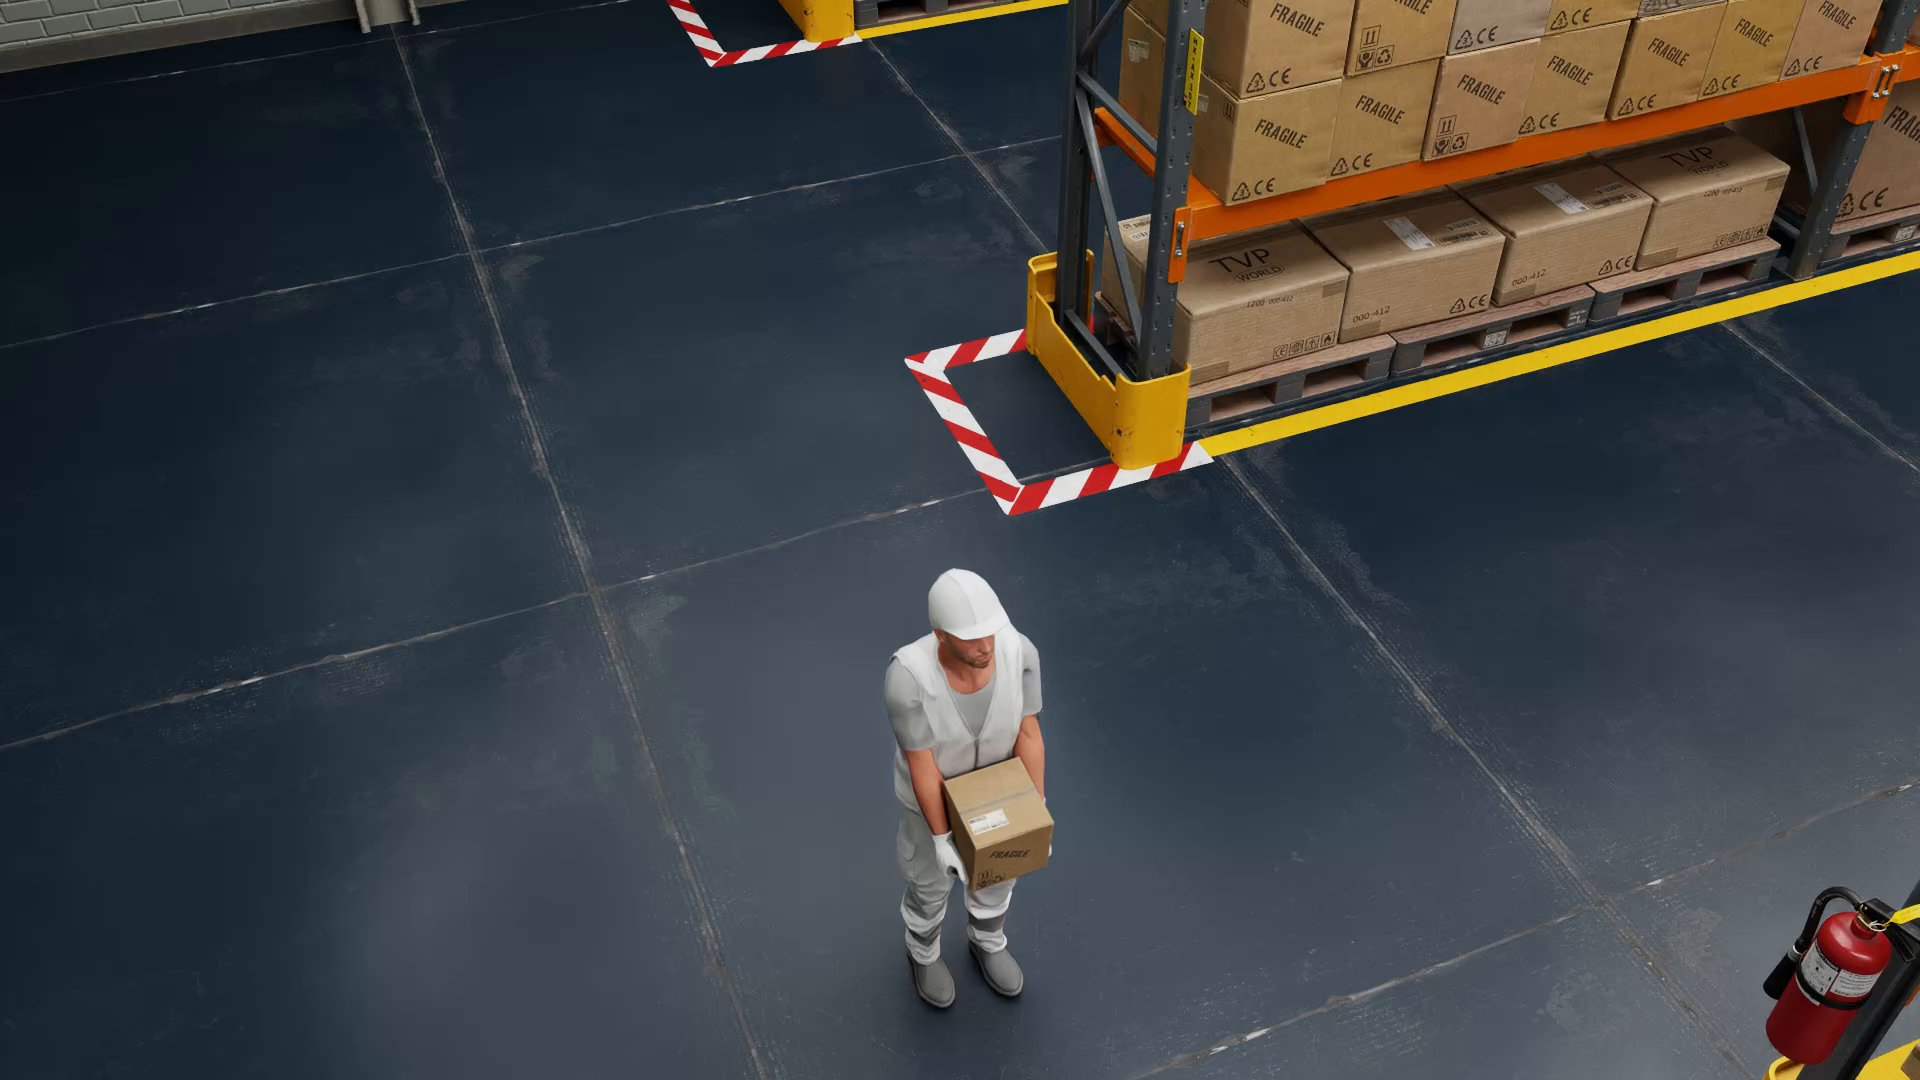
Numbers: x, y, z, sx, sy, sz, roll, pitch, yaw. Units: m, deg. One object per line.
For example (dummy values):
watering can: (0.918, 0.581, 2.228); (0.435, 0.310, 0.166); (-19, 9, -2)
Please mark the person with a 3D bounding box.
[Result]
person: (0.049, 0.843, 5.184); (0.495, 1.787, 0.553); (-16, 44, -17)
